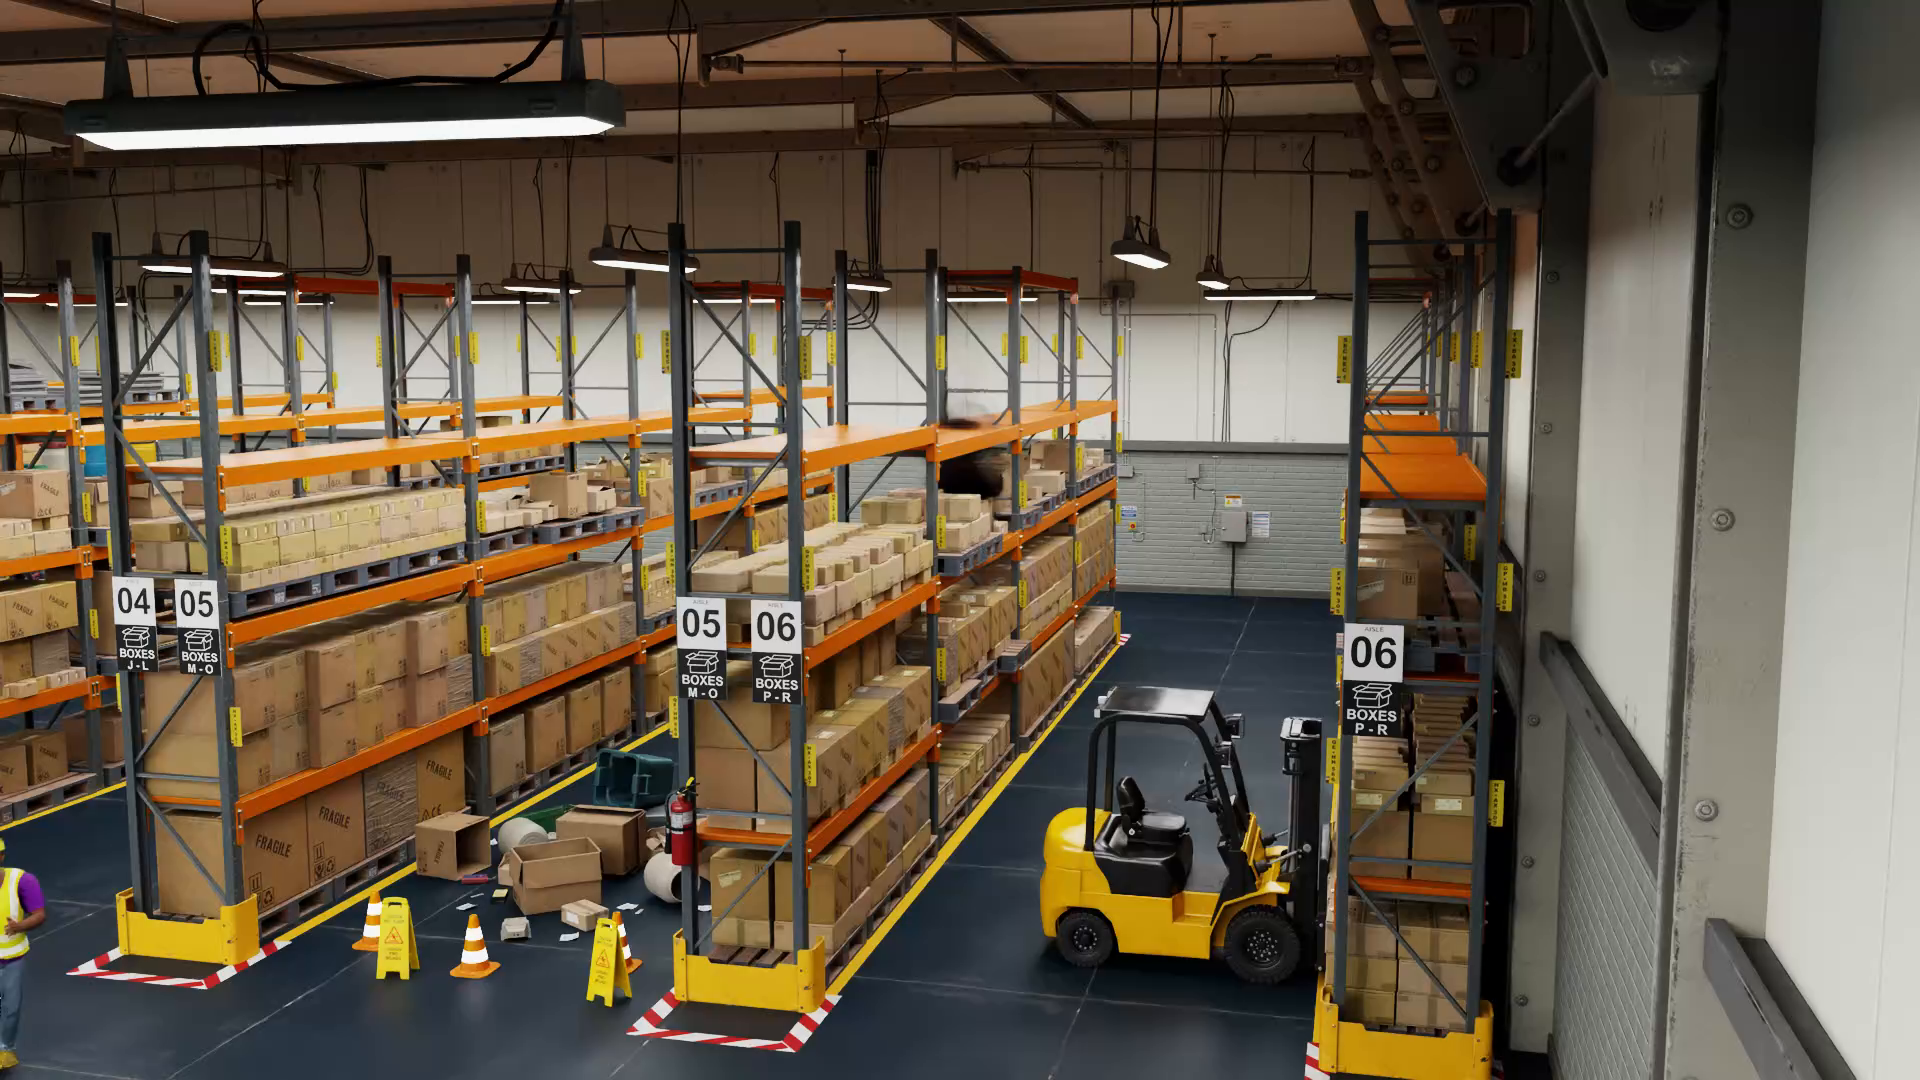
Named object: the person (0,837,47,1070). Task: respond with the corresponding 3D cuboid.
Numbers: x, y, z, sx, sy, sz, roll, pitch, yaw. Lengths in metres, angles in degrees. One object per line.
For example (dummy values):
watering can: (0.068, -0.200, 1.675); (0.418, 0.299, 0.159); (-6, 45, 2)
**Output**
person: (-6.652, 2.908, 11.444); (0.669, 1.816, 0.747); (-5, 9, -36)
